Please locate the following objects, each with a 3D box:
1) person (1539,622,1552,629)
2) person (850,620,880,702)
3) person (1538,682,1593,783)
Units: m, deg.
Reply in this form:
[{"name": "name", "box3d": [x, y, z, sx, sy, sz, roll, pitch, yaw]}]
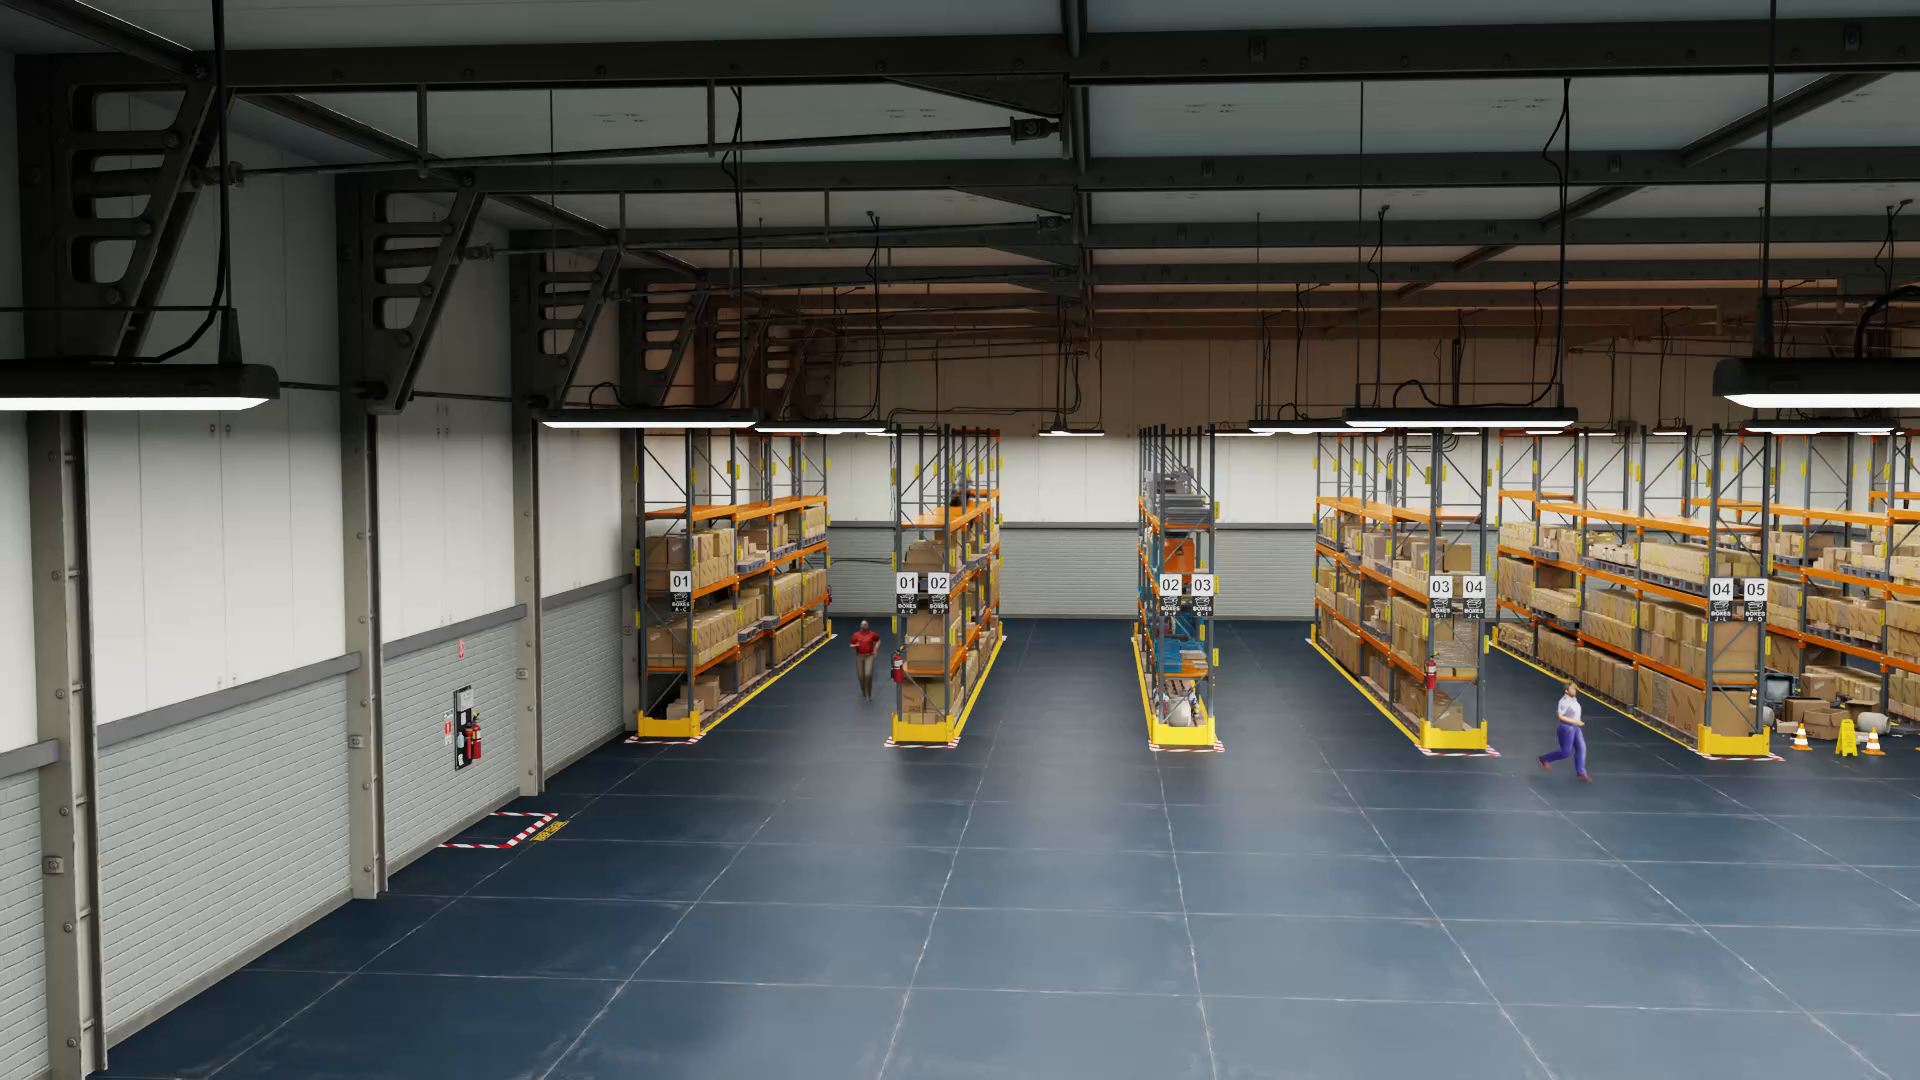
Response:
[{"name": "person", "box3d": [16.647, 2.114, 47.175, 0.554, 1.496, 0.523, -1, 4, -18]}, {"name": "person", "box3d": [-2.089, 2.684, 36.396, 0.640, 1.719, 0.753, 0, 3, 4]}, {"name": "person", "box3d": [10.218, 3.215, 27.968, 0.899, 1.652, 0.619, 3, 5, 43]}]
